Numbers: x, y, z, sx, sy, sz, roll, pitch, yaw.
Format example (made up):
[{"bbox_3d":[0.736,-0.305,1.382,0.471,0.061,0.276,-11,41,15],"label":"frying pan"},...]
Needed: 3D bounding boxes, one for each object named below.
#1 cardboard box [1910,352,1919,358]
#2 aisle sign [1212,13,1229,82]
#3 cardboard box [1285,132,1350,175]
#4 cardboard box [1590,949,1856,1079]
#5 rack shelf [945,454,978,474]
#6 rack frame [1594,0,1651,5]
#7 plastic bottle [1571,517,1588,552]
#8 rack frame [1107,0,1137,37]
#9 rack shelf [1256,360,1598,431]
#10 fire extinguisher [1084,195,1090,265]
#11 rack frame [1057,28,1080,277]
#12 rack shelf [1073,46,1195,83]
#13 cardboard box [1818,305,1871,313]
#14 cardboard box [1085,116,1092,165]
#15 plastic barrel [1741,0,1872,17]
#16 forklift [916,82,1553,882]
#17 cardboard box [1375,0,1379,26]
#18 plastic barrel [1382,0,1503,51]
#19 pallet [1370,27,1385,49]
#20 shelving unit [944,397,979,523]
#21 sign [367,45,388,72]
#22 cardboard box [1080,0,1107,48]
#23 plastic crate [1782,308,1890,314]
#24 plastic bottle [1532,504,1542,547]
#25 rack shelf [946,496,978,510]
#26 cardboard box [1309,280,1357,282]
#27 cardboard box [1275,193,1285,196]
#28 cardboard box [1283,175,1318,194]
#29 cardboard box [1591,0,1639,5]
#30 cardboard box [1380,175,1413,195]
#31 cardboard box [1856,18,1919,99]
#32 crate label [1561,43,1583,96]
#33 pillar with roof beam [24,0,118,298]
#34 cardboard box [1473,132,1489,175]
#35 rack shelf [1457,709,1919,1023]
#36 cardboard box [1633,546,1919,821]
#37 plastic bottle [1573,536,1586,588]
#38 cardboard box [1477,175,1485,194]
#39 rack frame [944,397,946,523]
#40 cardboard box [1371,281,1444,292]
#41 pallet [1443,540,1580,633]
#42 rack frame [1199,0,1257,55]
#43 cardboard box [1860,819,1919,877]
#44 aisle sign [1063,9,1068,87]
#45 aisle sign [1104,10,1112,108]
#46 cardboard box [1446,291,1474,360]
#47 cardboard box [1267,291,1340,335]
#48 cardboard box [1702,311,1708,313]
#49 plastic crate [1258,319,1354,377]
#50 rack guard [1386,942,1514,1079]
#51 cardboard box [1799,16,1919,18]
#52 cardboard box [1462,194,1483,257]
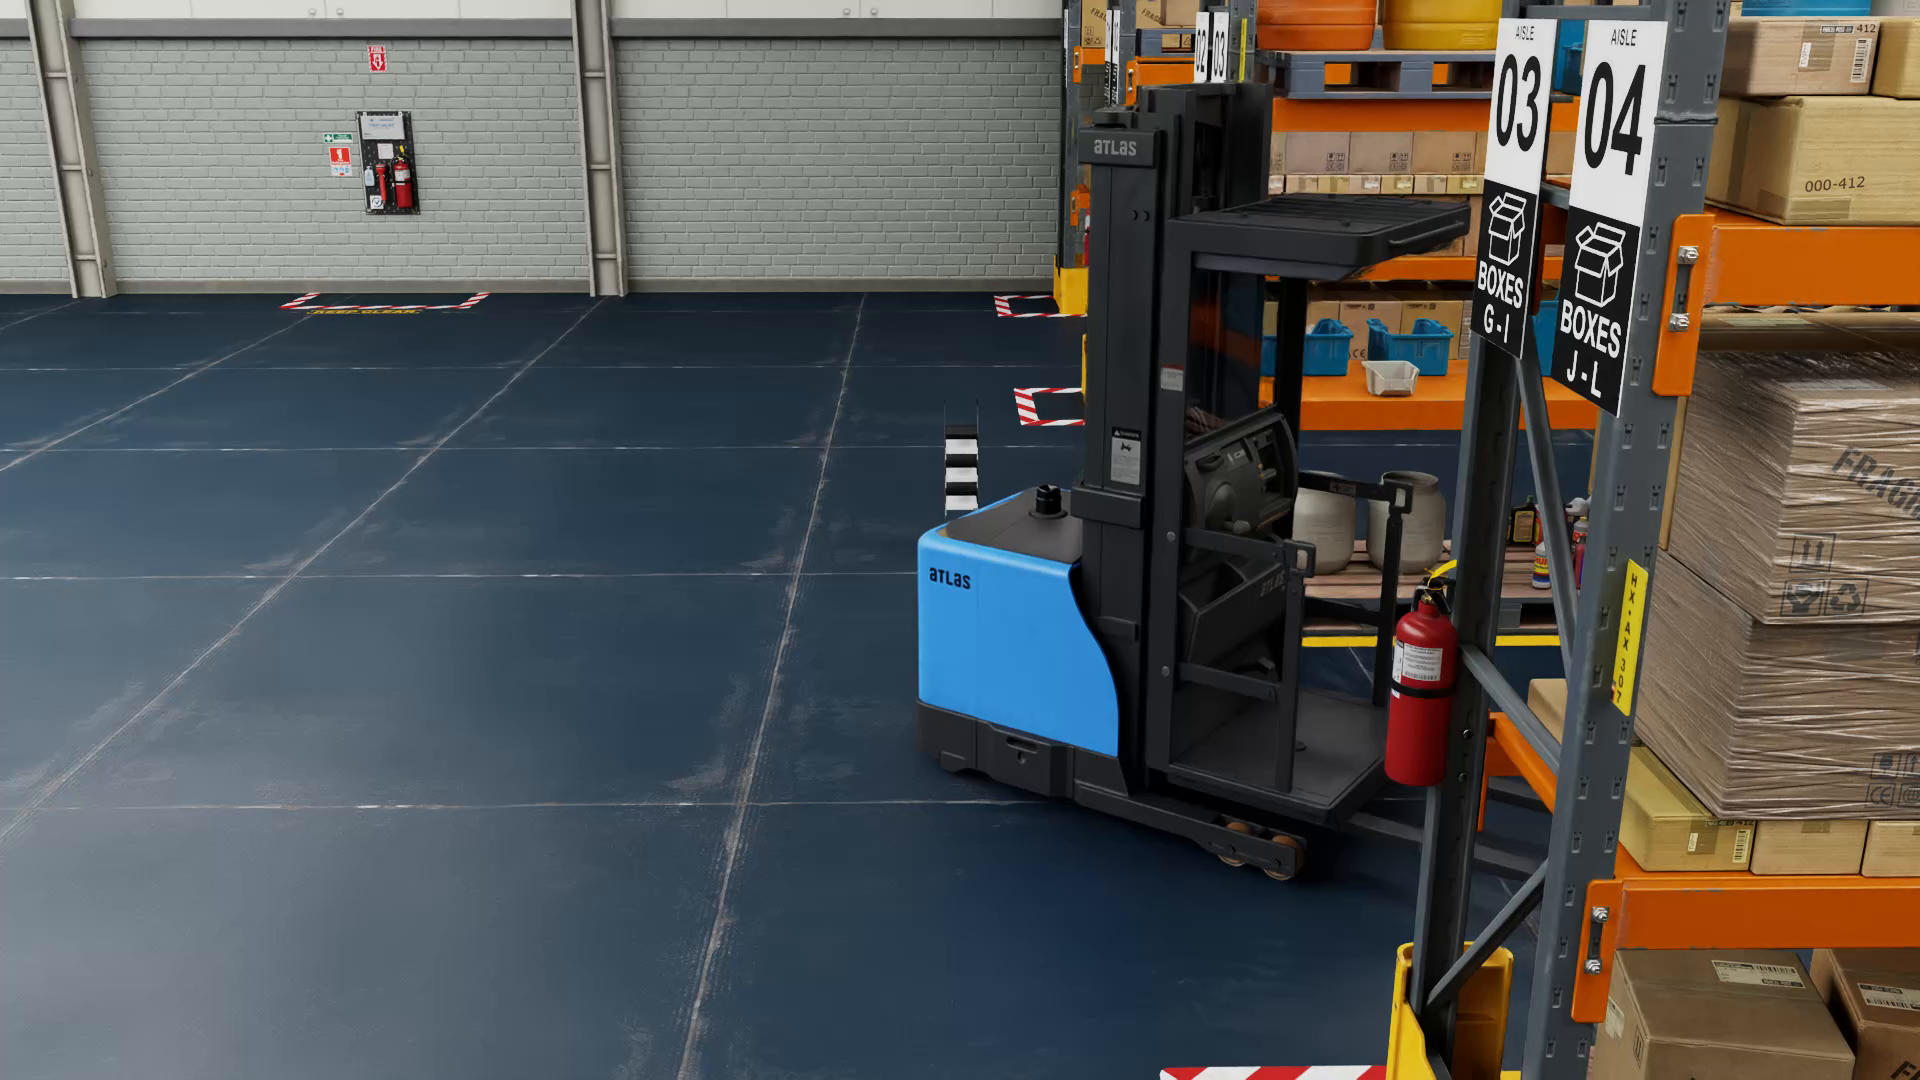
[{"bbox_3d":[2.479,-0.129,3.752,0.500,0.500,0.500,0,18,-1],"label":"cardboard box"},{"bbox_3d":[1.279,-2.205,8.255,0.004,0.787,0.394,0,18,-1],"label":"aisle sign"},{"bbox_3d":[2.822,-3.241,13.452,0.500,0.500,0.700,0,18,-1],"label":"cardboard box"},{"bbox_3d":[2.050,1.448,4.527,0.500,0.500,0.500,3,18,9],"label":"cardboard box"},{"bbox_3d":[0.008,-0.482,10.393,0.200,0.077,0.258,0,18,-1],"label":"rack shelf"},{"bbox_3d":[5.272,-5.446,12.792,0.127,3.000,1.000,0,18,-1],"label":"rack frame"},{"bbox_3d":[3.588,-0.032,9.598,0.097,0.201,0.097,0,18,0],"label":"plastic bottle"},{"bbox_3d":[1.272,-5.426,12.732,0.127,3.000,1.000,0,18,-1],"label":"rack frame"},{"bbox_3d":[3.346,-0.724,9.072,4.000,0.370,1.077,0,18,-1],"label":"rack shelf"},{"bbox_3d":[1.147,-2.674,14.100,0.183,0.674,0.296,0,18,-1],"label":"fire extinguisher"},{"bbox_3d":[1.190,-4.083,18.364,0.127,3.000,1.000,0,18,-1],"label":"rack frame"},{"bbox_3d":[3.190,-5.178,18.046,4.000,0.370,1.077,0,18,-1],"label":"rack shelf"},{"bbox_3d":[7.708,-1.846,14.289,0.500,0.311,0.500,-1,18,-2],"label":"cardboard box"},{"bbox_3d":[1.658,-4.445,18.479,0.500,0.500,0.500,0,18,-1],"label":"cardboard box"},{"bbox_3d":[4.349,-2.971,8.480,0.708,0.901,0.600,0,18,-1],"label":"plastic barrel"},{"bbox_3d":[1.304,-0.263,6.568,3.031,2.935,1.130,12,21,33],"label":"forklift"},{"bbox_3d":[2.937,-4.237,12.854,0.500,0.500,0.500,0,18,-1],"label":"cardboard box"},{"bbox_3d":[2.485,-2.819,8.519,0.600,0.588,0.600,0,18,0],"label":"plastic barrel"},{"bbox_3d":[3.203,-3.958,13.210,1.213,0.211,1.003,0,18,-1],"label":"pallet"},{"bbox_3d":[0.008,-0.429,10.410,0.210,0.900,0.258,0,18,-1],"label":"shelving unit"},{"bbox_3d":[-6.604,-5.455,18.848,0.199,0.298,0.001,0,18,-1],"label":"sign"},{"bbox_3d":[1.529,-5.493,17.655,0.500,0.500,0.500,0,18,1],"label":"cardboard box"},{"bbox_3d":[4.821,-1.083,9.115,0.504,0.338,0.767,0,18,-1],"label":"plastic crate"},{"bbox_3d":[3.429,-0.105,9.703,0.135,0.276,0.152,0,18,0],"label":"plastic bottle"},{"bbox_3d":[0.008,-0.225,10.475,0.200,0.077,0.258,0,18,-1],"label":"rack shelf"},{"bbox_3d":[4.153,-3.104,18.685,0.500,0.500,0.500,-2,18,-5],"label":"cardboard box"},{"bbox_3d":[2.761,-2.620,13.642,0.500,0.500,0.700,0,18,0],"label":"cardboard box"},{"bbox_3d":[2.700,-2.868,13.351,0.250,0.149,0.380,-1,18,-3],"label":"cardboard box"},{"bbox_3d":[6.971,-5.762,17.837,0.500,0.500,0.500,-1,18,-3],"label":"cardboard box"},{"bbox_3d":[3.468,-2.871,13.361,0.250,0.149,0.380,0,18,1],"label":"cardboard box"},{"bbox_3d":[1.965,-0.993,3.416,0.250,0.149,0.380,0,18,0],"label":"cardboard box"},{"bbox_3d":[3.223,-2.323,8.210,0.408,0.251,0.502,0,18,-1],"label":"crate label"},{"bbox_3d":[-10.054,-5.834,14.003,0.400,9.000,9.100,0,18,-1],"label":"pillar with roof beam"},{"bbox_3d":[4.323,-3.248,13.473,0.500,0.500,0.700,0,18,-1],"label":"cardboard box"},{"bbox_3d":[3.425,0.789,4.356,4.000,0.370,1.077,0,18,-1],"label":"rack shelf"},{"bbox_3d":[1.975,0.272,4.138,0.500,0.500,0.875,0,18,-1],"label":"cardboard box"},{"bbox_3d":[3.391,0.118,8.996,0.133,0.283,0.061,0,18,0],"label":"plastic bottle"},{"bbox_3d":[4.232,-2.875,13.373,0.250,0.149,0.380,0,18,-1],"label":"cardboard box"},{"bbox_3d":[-0.094,-0.428,10.409,0.006,0.900,0.240,0,18,-1],"label":"rack frame"},{"bbox_3d":[3.803,-1.925,14.225,0.500,0.500,0.500,0,18,-1],"label":"cardboard box"},{"bbox_3d":[3.451,0.249,9.426,1.213,0.211,1.003,0,18,-1],"label":"pallet"},{"bbox_3d":[1.347,-3.914,8.015,0.127,3.000,1.000,0,18,-1],"label":"rack frame"},{"bbox_3d":[2.214,0.655,4.007,0.250,0.149,0.380,0,18,-1],"label":"cardboard box"},{"bbox_3d":[1.123,-5.229,17.680,0.004,0.787,0.394,0,18,-1],"label":"aisle sign"},{"bbox_3d":[1.202,-3.897,13.529,0.004,0.787,0.394,0,18,-1],"label":"aisle sign"},{"bbox_3d":[4.311,-1.769,13.738,0.500,0.500,0.500,0,18,-1],"label":"cardboard box"},{"bbox_3d":[2.812,-1.762,13.715,0.500,0.500,0.500,0,18,-1],"label":"cardboard box"},{"bbox_3d":[6.192,-1.841,14.271,0.500,0.311,0.500,0,18,1],"label":"cardboard box"},{"bbox_3d":[1.842,-1.080,9.247,0.616,0.251,0.499,0,18,-1],"label":"plastic crate"},{"bbox_3d":[1.501,1.646,4.599,0.348,0.500,1.175,0,18,-1],"label":"rack guard"},{"bbox_3d":[2.232,-1.188,4.022,0.250,0.149,0.380,-1,18,-3],"label":"cardboard box"},{"bbox_3d":[4.301,-2.628,13.666,0.500,0.500,0.700,0,18,-1],"label":"cardboard box"}]
